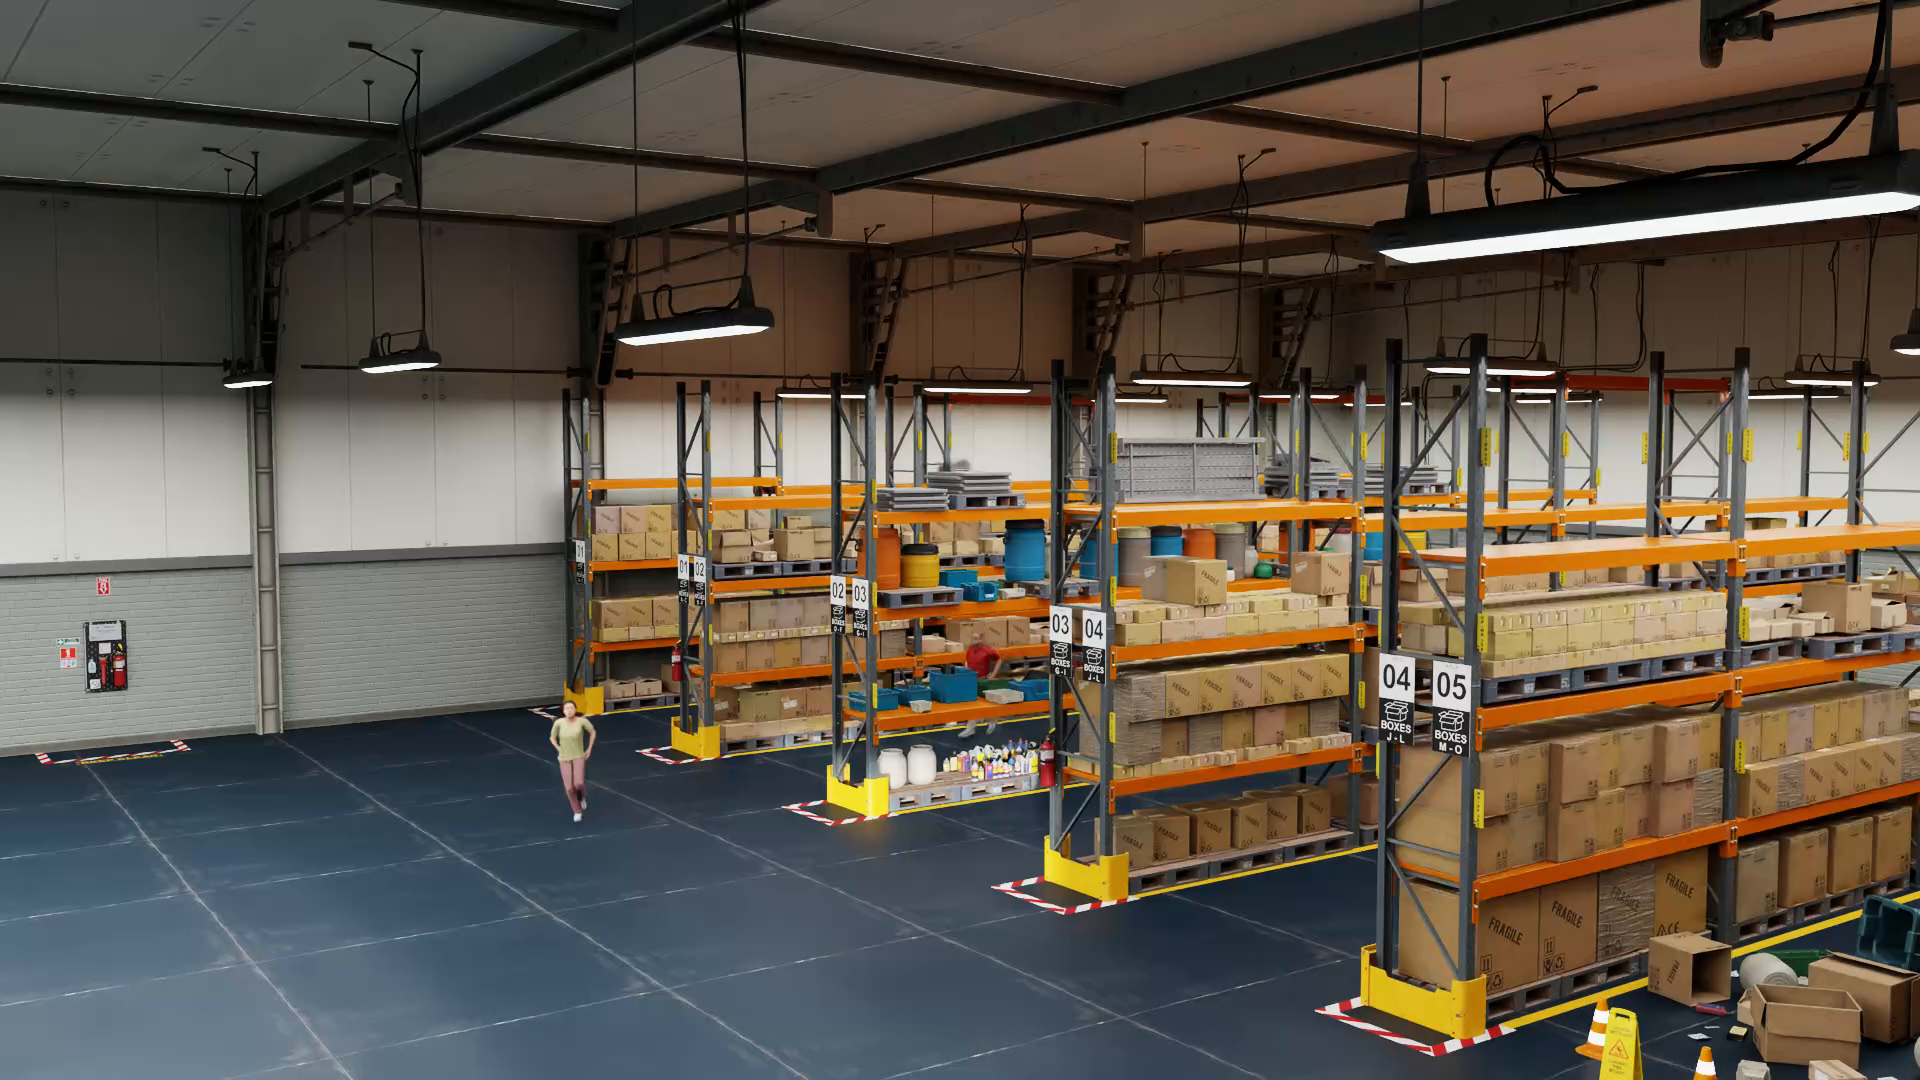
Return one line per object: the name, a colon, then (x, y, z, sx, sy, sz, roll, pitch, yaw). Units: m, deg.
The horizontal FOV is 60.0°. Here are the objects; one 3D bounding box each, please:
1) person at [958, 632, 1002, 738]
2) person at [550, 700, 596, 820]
person: (0.334, 2.342, 27.022, 0.862, 1.730, 0.686, -4, 5, -45)
person: (-5.168, 2.933, 22.154, 0.588, 1.624, 0.523, 0, 4, -5)
